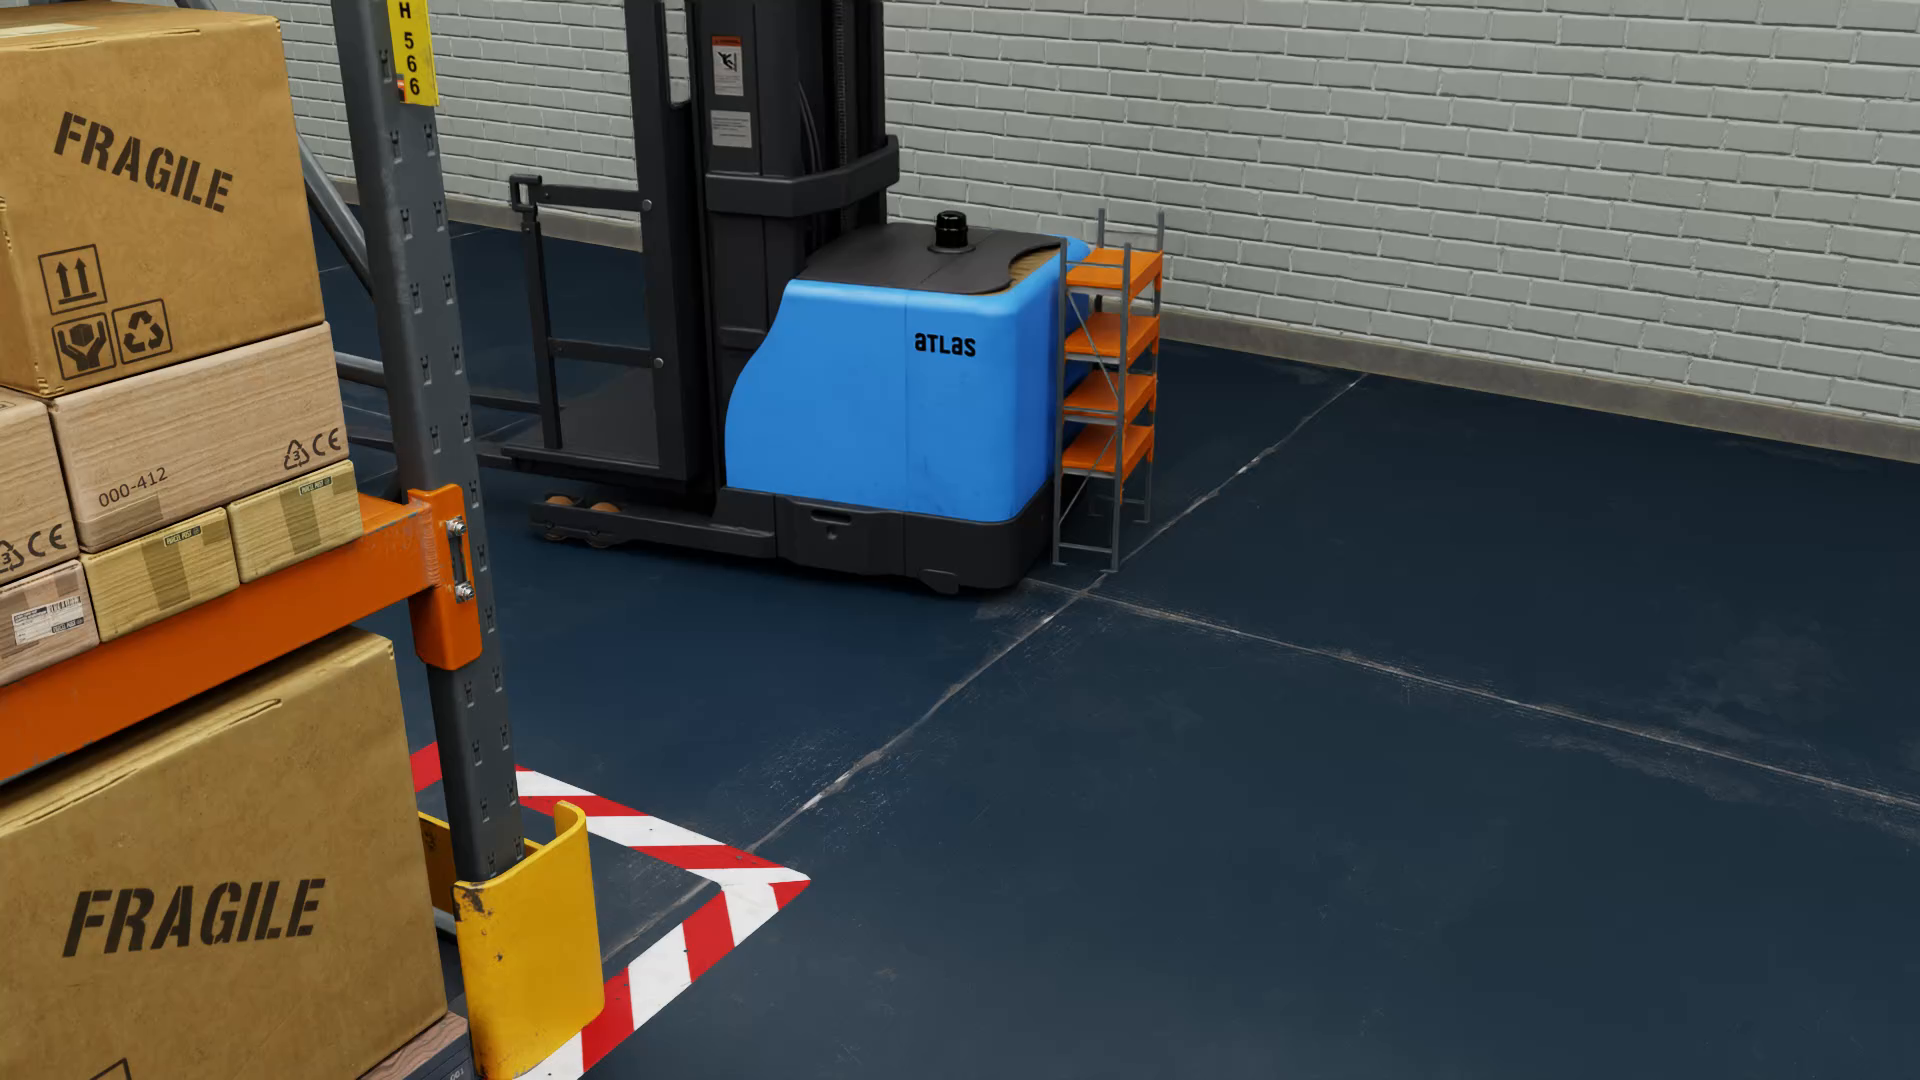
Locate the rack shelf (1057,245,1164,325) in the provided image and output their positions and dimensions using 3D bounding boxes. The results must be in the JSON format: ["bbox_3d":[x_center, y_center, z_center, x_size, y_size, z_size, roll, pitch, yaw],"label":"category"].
[{"bbox_3d":[0.533,-0.898,5.826,0.258,0.148,0.480,8,25,18],"label":"rack shelf"}]

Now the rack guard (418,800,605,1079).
[{"bbox_3d":[-1.373,0.762,3.861,1.175,0.500,0.348,14,27,29],"label":"rack guard"}]

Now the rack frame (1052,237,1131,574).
[{"bbox_3d":[0.451,-0.446,5.771,0.240,1.200,0.015,8,25,18],"label":"rack frame"}]

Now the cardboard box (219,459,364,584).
[{"bbox_3d":[-1.294,-0.073,2.959,0.380,0.149,0.250,14,27,30],"label":"cardboard box"}]

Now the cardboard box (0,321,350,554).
[{"bbox_3d":[-1.416,-0.226,2.810,0.500,0.250,0.500,13,27,28],"label":"cardboard box"}]

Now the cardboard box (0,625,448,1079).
[{"bbox_3d":[-1.655,0.638,3.147,0.875,0.875,0.875,14,27,29],"label":"cardboard box"}]

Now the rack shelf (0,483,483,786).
[{"bbox_3d":[-2.441,0.628,1.930,1.077,0.370,4.000,14,27,29],"label":"rack shelf"}]

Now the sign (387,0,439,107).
[{"bbox_3d":[-0.932,-0.899,2.795,0.100,0.325,0.005,14,27,29],"label":"sign"}]

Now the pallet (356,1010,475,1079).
[{"bbox_3d":[-1.741,1.189,3.239,1.003,0.211,1.213,14,27,29],"label":"pallet"}]

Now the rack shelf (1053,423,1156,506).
[{"bbox_3d":[0.533,-0.294,6.088,0.258,0.148,0.480,8,25,18],"label":"rack shelf"}]

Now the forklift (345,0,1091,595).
[{"bbox_3d":[-1.078,-1.501,6.028,3.031,2.935,1.130,8,25,18],"label":"forklift"}]

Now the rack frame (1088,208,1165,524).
[{"bbox_3d":[0.614,-0.629,6.193,0.240,1.200,0.015,8,25,18],"label":"rack frame"}]

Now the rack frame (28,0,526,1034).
[{"bbox_3d":[-1.386,-0.377,3.346,1.000,3.000,0.127,14,27,29],"label":"rack frame"}]

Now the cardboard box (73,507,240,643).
[{"bbox_3d":[-1.429,0.015,2.755,0.380,0.149,0.250,14,27,29],"label":"cardboard box"}]

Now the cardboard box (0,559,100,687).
[{"bbox_3d":[-1.563,0.100,2.559,0.380,0.149,0.250,14,27,29],"label":"cardboard box"}]

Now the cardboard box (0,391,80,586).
[{"bbox_3d":[-1.684,-0.055,2.415,0.500,0.250,0.500,13,27,28],"label":"cardboard box"}]

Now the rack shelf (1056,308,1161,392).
[{"bbox_3d":[0.533,-0.681,5.920,0.258,0.148,0.480,8,25,18],"label":"rack shelf"}]

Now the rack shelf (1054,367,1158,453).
[{"bbox_3d":[0.533,-0.476,6.009,0.258,0.148,0.480,8,25,18],"label":"rack shelf"}]

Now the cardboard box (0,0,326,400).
[{"bbox_3d":[-1.419,-0.570,2.661,0.500,0.500,0.500,14,27,30],"label":"cardboard box"}]

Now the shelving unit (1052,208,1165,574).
[{"bbox_3d":[0.533,-0.538,5.982,0.258,1.200,0.503,8,25,18],"label":"shelving unit"}]
